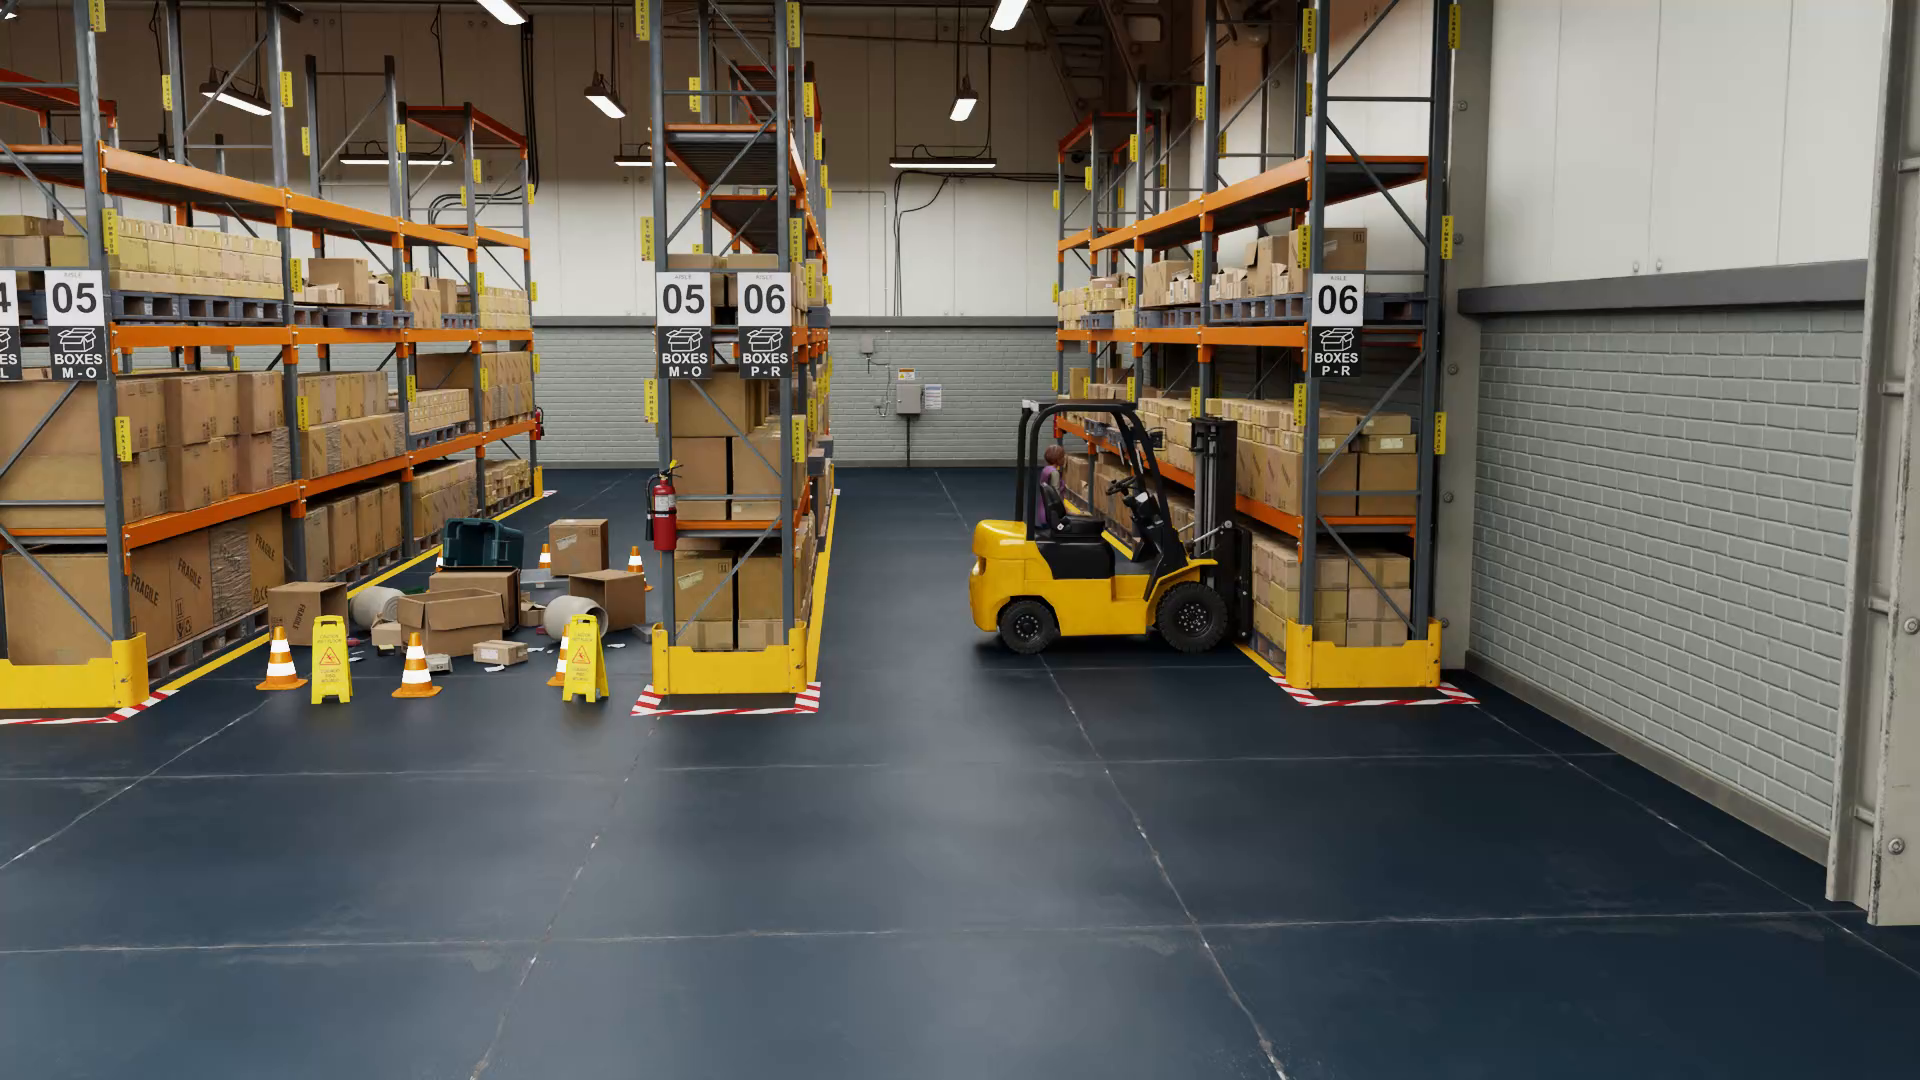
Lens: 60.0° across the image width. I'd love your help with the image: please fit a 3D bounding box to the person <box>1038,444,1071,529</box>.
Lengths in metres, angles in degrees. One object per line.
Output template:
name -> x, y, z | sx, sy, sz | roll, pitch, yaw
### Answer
person -> 1.009, -0.195, 17.337 | 0.384, 1.602, 0.444 | -1, 7, -5
